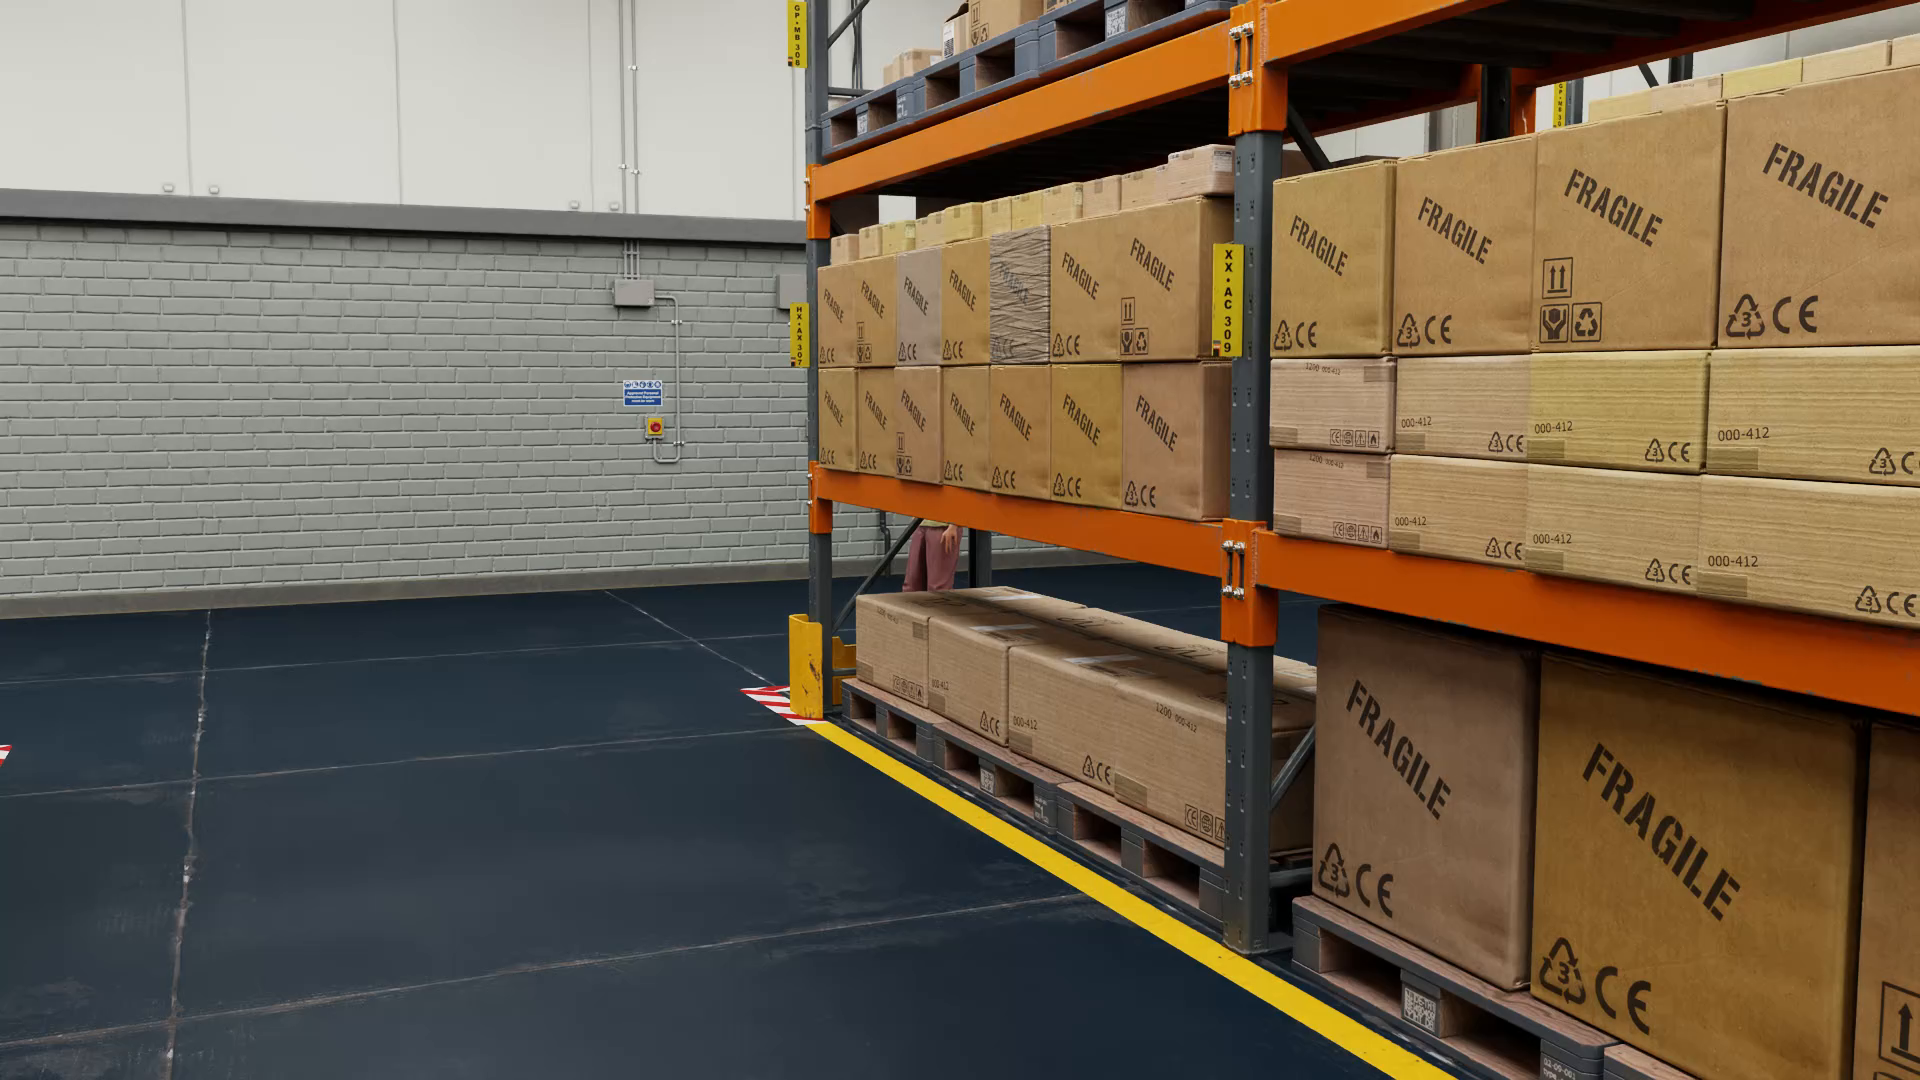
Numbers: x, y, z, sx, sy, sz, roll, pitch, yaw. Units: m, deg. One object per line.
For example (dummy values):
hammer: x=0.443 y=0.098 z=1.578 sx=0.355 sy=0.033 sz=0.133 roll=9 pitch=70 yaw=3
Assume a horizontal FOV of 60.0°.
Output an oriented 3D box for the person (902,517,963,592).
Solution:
person: x=-0.209 y=-0.058 z=10.036 sx=0.525 sy=1.662 sz=0.554 roll=-3 pitch=6 yaw=-26
